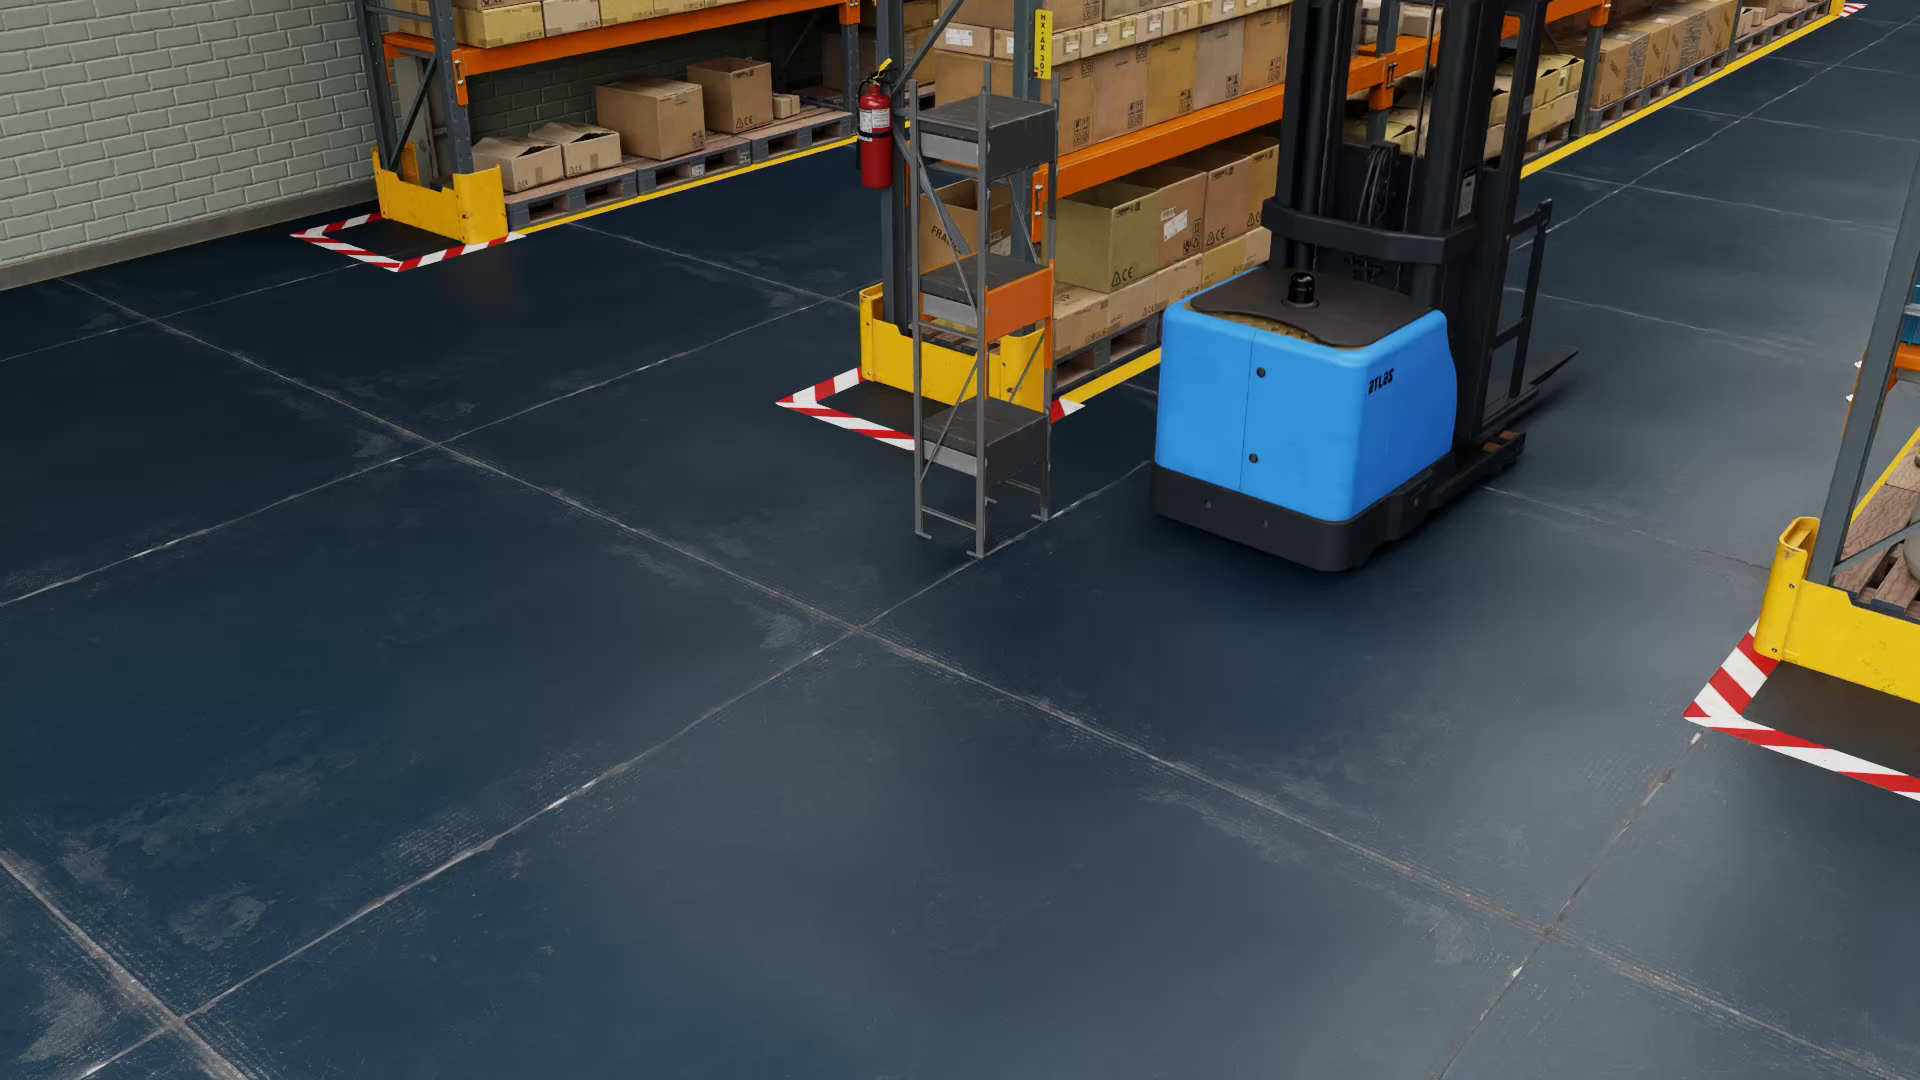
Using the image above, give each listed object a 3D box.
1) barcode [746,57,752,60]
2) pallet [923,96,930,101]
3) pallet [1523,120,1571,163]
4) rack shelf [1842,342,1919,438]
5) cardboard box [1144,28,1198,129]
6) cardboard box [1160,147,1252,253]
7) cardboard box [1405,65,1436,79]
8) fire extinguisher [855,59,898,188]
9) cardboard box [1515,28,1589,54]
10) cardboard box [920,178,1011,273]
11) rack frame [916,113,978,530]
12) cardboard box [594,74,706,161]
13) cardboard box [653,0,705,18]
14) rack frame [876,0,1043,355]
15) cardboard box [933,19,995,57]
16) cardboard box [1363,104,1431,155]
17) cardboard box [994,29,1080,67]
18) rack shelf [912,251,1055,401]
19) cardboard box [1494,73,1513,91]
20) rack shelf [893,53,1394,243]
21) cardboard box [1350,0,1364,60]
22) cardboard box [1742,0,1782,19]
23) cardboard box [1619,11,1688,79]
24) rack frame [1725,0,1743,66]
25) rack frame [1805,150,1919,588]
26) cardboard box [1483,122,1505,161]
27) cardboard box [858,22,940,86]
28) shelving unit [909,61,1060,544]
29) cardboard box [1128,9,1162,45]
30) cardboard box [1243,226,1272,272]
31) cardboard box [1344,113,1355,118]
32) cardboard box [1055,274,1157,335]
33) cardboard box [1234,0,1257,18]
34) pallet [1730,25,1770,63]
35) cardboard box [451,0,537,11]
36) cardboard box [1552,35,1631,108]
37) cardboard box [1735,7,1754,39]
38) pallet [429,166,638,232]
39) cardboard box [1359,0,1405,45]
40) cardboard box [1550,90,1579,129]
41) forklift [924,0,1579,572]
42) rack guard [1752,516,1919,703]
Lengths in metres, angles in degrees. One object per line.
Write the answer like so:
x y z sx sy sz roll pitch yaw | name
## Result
-1.826 -4.145 14.390 0.001 0.075 0.075 21 34 34 | barcode
-0.027 -4.511 16.240 1.003 0.211 1.213 21 34 34 | pallet
4.518 -3.491 14.269 1.003 0.211 1.213 21 34 34 | pallet
5.075 -1.115 7.423 1.077 0.370 4.000 21 34 34 | rack shelf
0.941 -2.742 9.677 0.700 0.500 0.500 21 34 35 | cardboard box
1.452 -2.128 10.319 0.500 0.500 0.500 21 34 34 | cardboard box
3.858 -3.756 13.671 0.500 0.311 0.500 20 33 33 | cardboard box
-0.450 -2.233 8.887 0.296 0.674 0.183 21 34 34 | fire extinguisher
5.486 -4.496 15.417 0.500 0.500 0.500 22 35 36 | cardboard box
0.095 -1.749 9.586 0.500 0.500 0.500 21 34 34 | cardboard box
-0.049 -0.904 7.213 0.380 1.831 0.006 21 34 34 | rack frame
-2.464 -3.372 13.246 0.700 0.500 0.500 18 33 31 | cardboard box
-2.315 -4.189 12.724 0.500 0.250 0.500 21 34 35 | cardboard box
-0.017 -2.174 8.688 1.000 3.000 0.127 21 34 34 | rack frame
0.079 -2.698 8.885 0.380 0.149 0.250 20 33 34 | cardboard box
3.305 -3.056 12.318 0.500 0.311 0.500 20 34 34 | cardboard box
0.399 -2.583 8.663 0.380 0.149 0.250 20 34 34 | cardboard box
0.105 -0.979 7.387 0.431 0.518 0.480 21 34 34 | rack shelf
4.280 -3.603 13.375 0.500 0.311 0.500 20 34 34 | cardboard box
1.255 -2.564 10.224 1.077 0.370 4.000 21 34 34 | rack shelf
2.250 -3.477 11.099 0.700 0.500 0.500 20 33 33 | cardboard box
8.807 -6.183 18.675 0.797 0.503 0.637 21 34 34 | cardboard box
6.561 -4.724 15.858 0.500 0.500 0.500 19 33 33 | cardboard box
7.616 -6.429 16.912 1.000 3.000 0.127 21 34 34 | rack frame
3.803 -0.725 5.887 1.000 3.000 0.127 21 34 34 | rack frame
3.953 -3.173 13.155 0.500 0.250 0.500 22 34 35 | cardboard box
-0.552 -4.587 15.595 0.700 0.500 0.500 20 33 33 | cardboard box
0.107 -0.992 7.383 0.431 2.100 0.499 21 34 34 | shelving unit
0.887 -2.854 9.187 0.380 0.149 0.250 20 34 34 | cardboard box
1.769 -1.973 10.835 0.500 0.250 0.500 21 34 34 | cardboard box
2.564 -3.034 12.275 0.500 0.311 0.500 21 34 34 | cardboard box
0.811 -1.443 9.810 0.500 0.250 0.500 21 34 34 | cardboard box
1.544 -3.221 9.897 0.380 0.149 0.250 22 35 36 | cardboard box
8.054 -5.433 18.023 1.003 0.211 1.213 21 34 34 | pallet
-3.306 -3.977 11.499 0.500 0.500 0.500 21 34 34 | cardboard box
5.582 -4.173 14.794 0.500 0.500 0.500 22 35 36 | cardboard box
8.050 -5.515 17.594 0.500 0.311 0.500 21 34 34 | cardboard box
-3.249 -2.687 12.713 1.003 0.211 1.213 21 34 34 | pallet
2.807 -3.713 11.826 0.500 0.250 0.500 23 35 37 | cardboard box
4.925 -3.718 14.208 0.500 0.250 0.500 22 34 36 | cardboard box
1.743 -1.726 7.897 1.782 2.935 3.795 22 34 35 | forklift
3.815 0.345 6.540 1.175 0.500 0.348 21 34 34 | rack guard
